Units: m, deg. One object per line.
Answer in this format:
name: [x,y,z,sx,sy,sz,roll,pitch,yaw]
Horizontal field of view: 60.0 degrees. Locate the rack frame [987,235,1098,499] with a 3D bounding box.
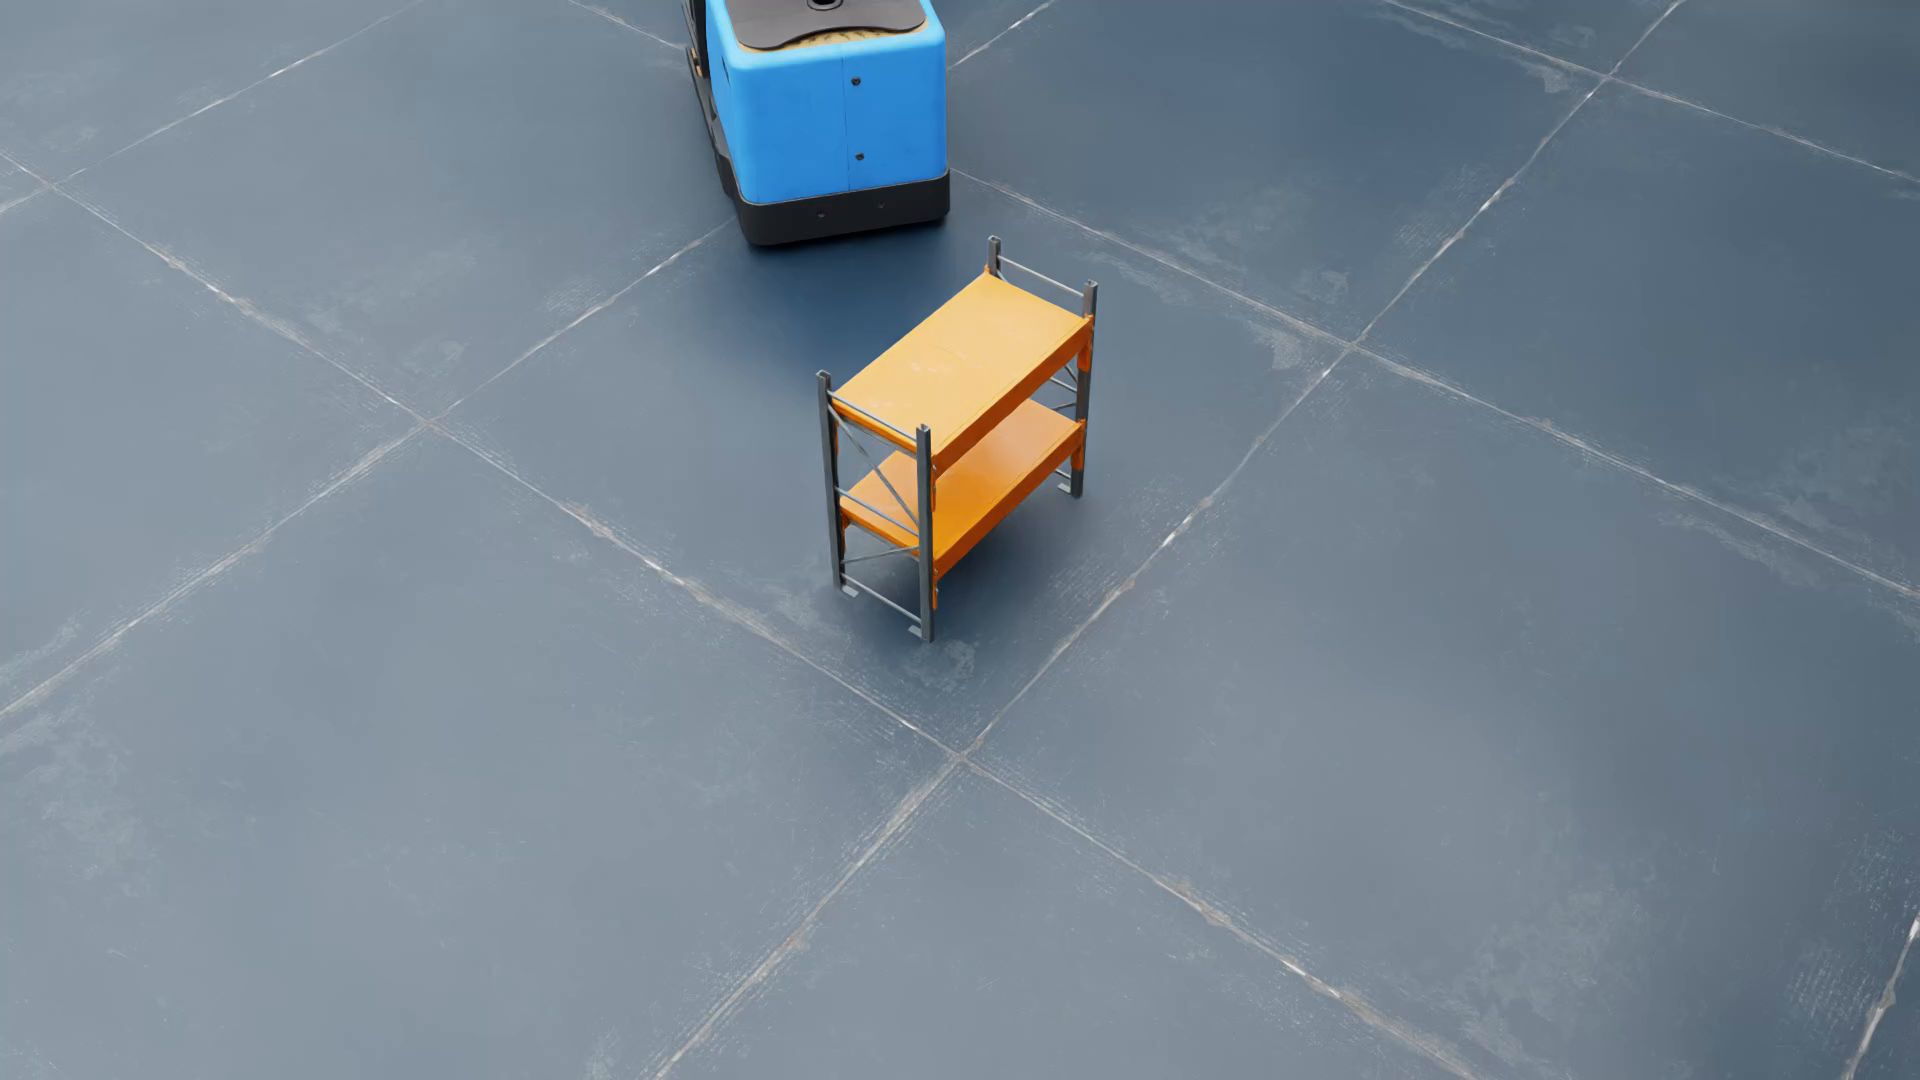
rack frame: [0.315,-0.683,6.790,0.500,1.125,0.032,29,53,25]

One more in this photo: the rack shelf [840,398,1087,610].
rack shelf: [0.004,-0.224,6.688,0.538,0.278,1.000,29,53,25]

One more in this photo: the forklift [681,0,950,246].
forklift: [-0.918,-3.552,8.281,1.130,2.935,3.031,-11,47,-10]

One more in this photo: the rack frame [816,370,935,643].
rack frame: [-0.307,-0.102,6.234,0.500,1.125,0.032,29,53,25]

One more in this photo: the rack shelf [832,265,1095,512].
rack shelf: [0.004,-0.595,6.300,0.538,0.278,1.000,29,53,25]

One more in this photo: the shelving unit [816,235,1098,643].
shelving unit: [0.004,-0.392,6.512,0.538,1.125,1.048,29,53,25]
